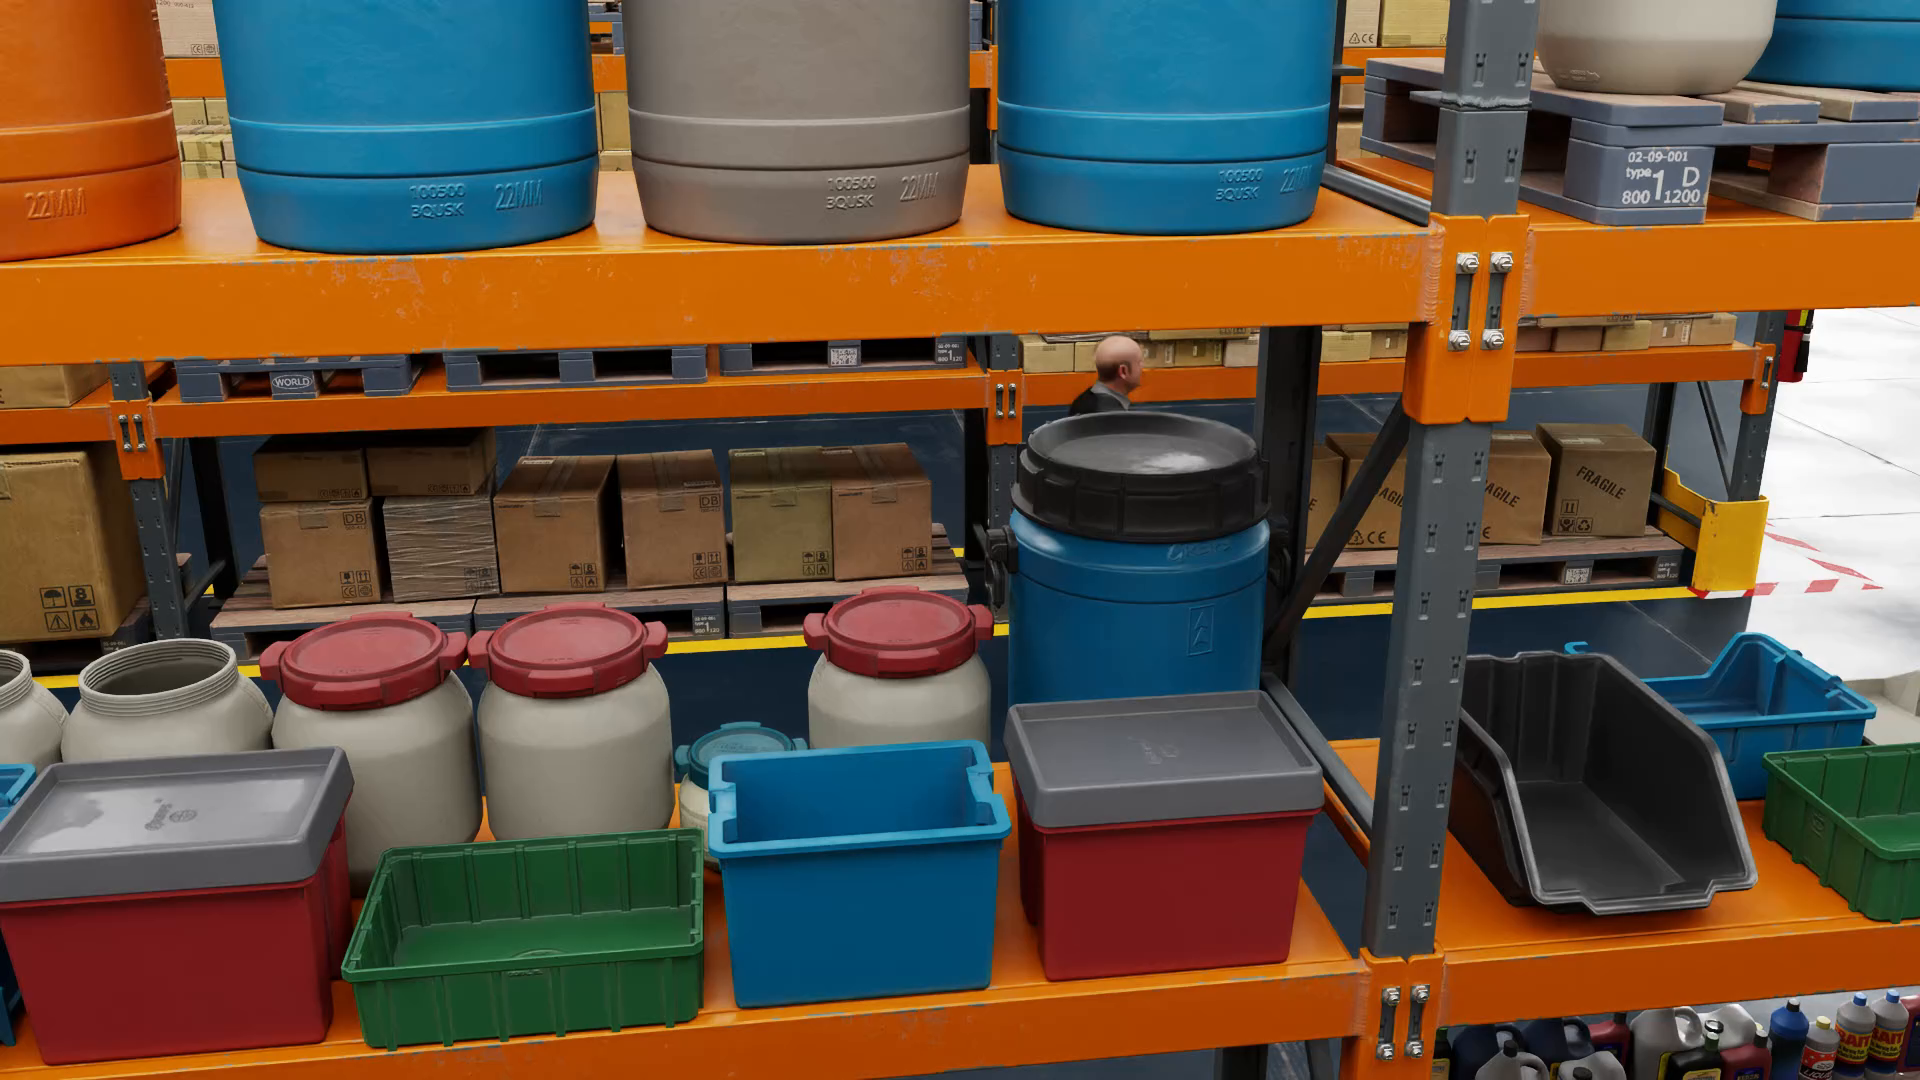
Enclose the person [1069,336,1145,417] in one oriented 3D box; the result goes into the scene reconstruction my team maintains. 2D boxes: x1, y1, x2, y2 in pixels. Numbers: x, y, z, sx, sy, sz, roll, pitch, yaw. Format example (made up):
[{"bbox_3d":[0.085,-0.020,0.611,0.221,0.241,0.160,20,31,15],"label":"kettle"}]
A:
[{"bbox_3d":[0.685,-0.046,7.251,0.571,1.717,0.490,-3,20,-9],"label":"person"}]
